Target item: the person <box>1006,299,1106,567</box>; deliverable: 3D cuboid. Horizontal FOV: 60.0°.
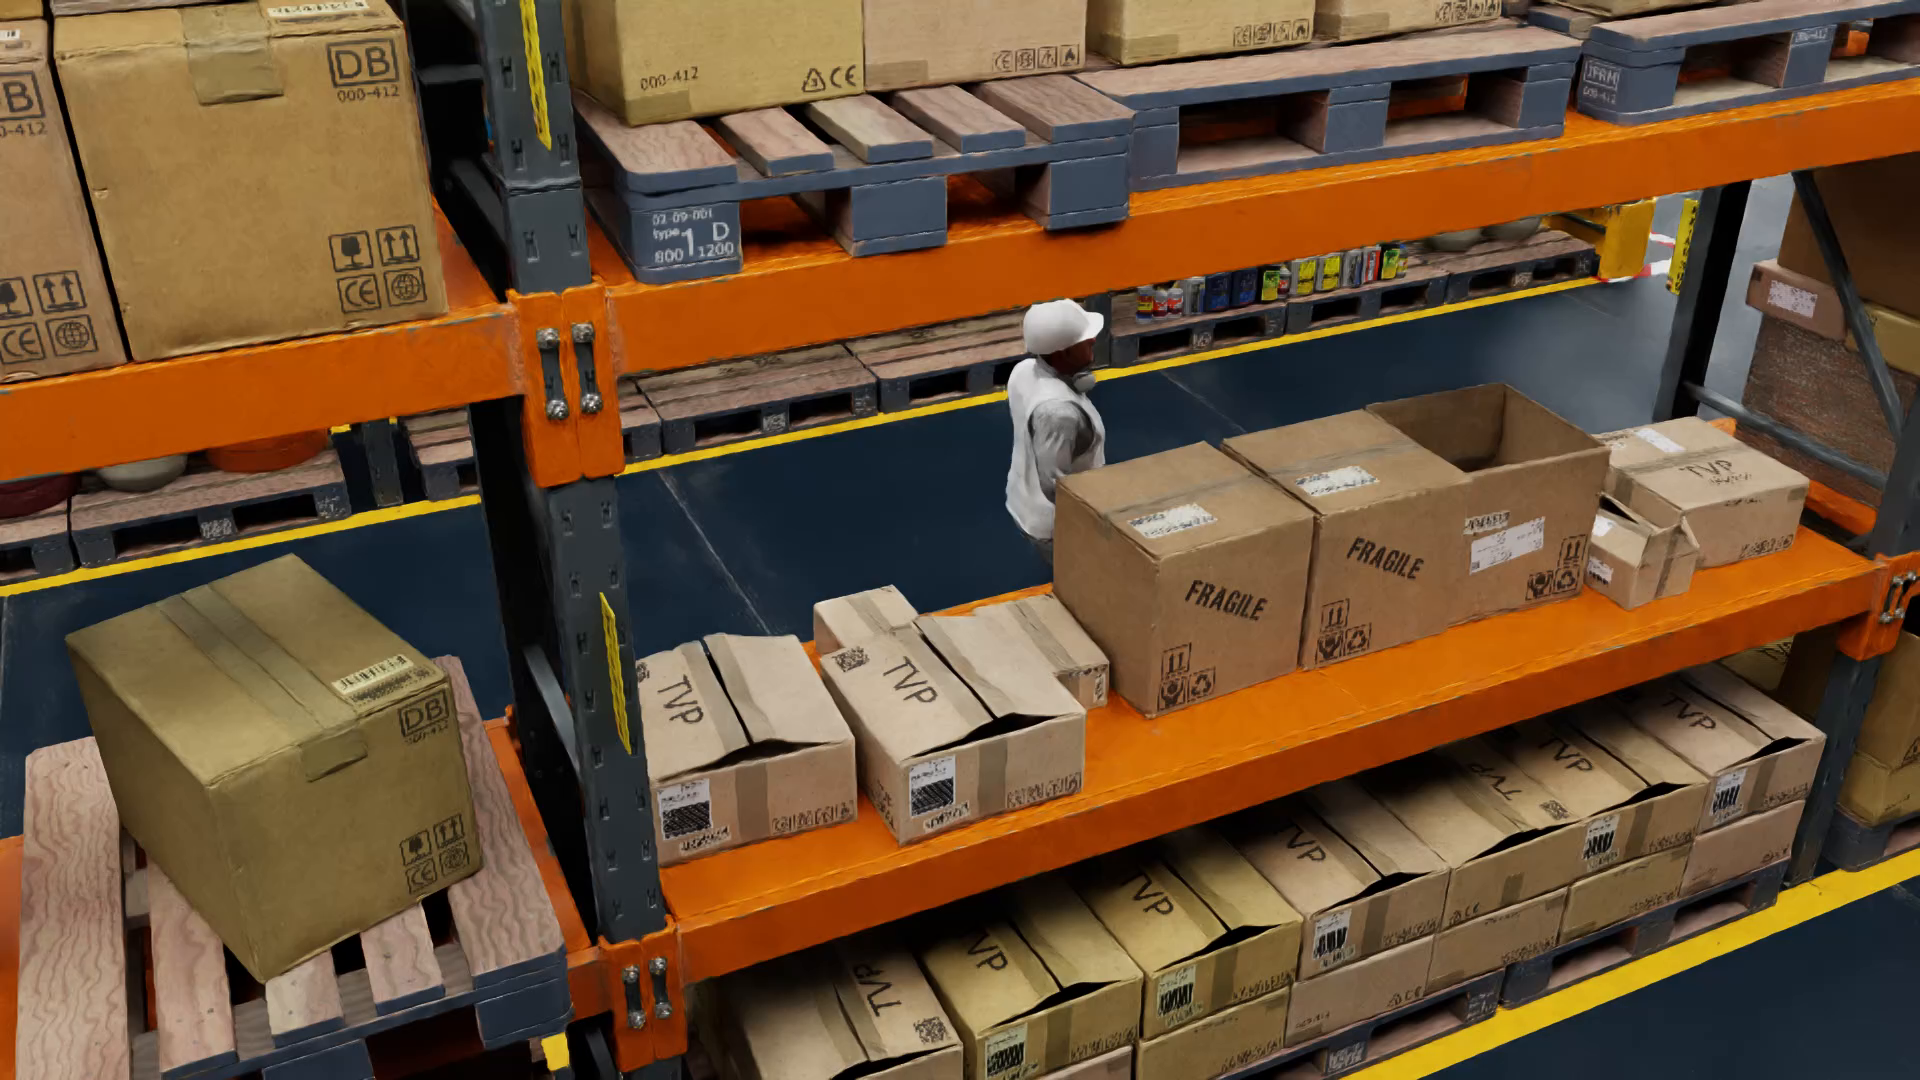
[{"bbox_3d":[0.428,-0.132,6.355,0.503,1.734,0.716,-10,31,-17],"label":"person"}]
